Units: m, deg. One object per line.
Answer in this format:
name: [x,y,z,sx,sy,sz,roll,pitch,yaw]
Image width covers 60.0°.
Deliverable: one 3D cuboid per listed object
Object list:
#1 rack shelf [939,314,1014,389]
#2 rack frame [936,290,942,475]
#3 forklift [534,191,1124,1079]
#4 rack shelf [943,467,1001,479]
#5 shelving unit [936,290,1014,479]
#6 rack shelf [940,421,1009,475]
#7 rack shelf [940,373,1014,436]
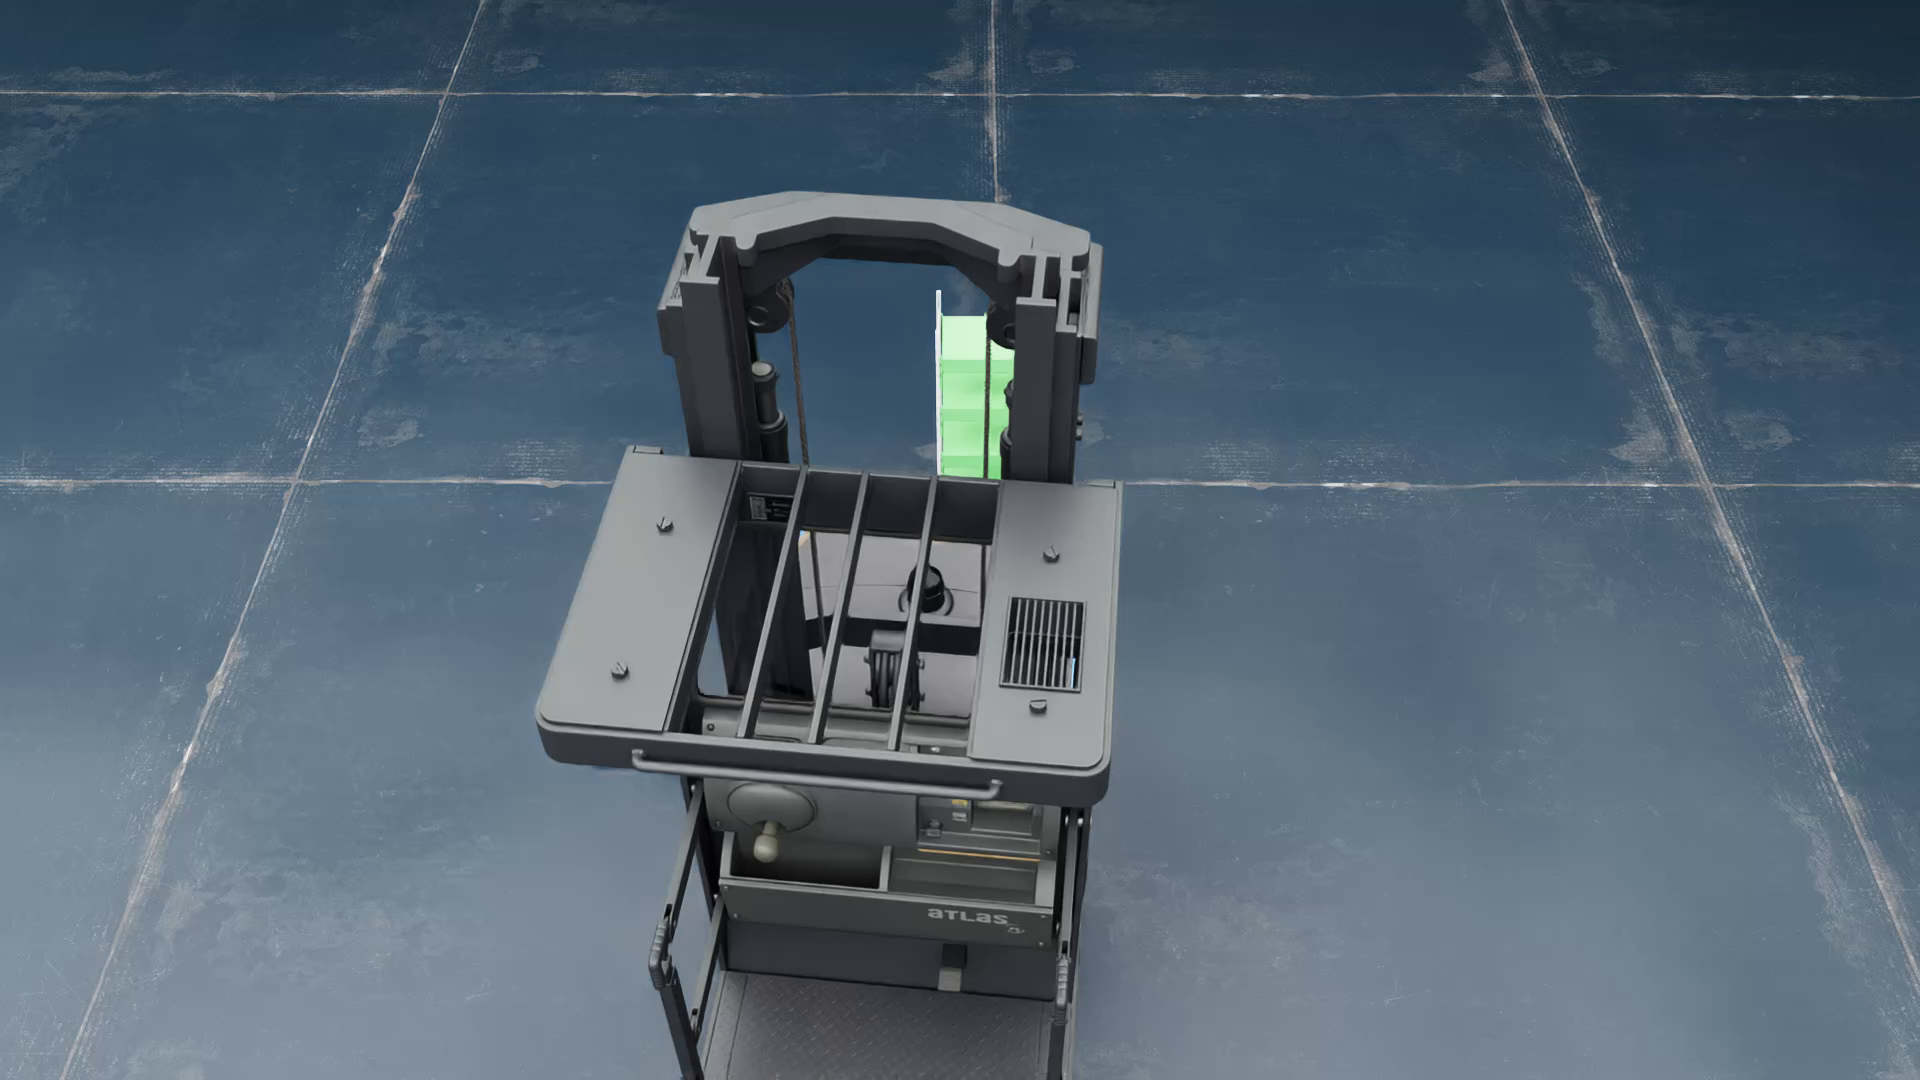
rack shelf: [0.166,-0.692,6.087,0.480,0.148,0.258,0,47,0]
rack frame: [-0.078,-0.409,6.392,0.015,1.200,0.240,0,47,0]
forklift: [-0.219,0.755,4.126,1.130,2.935,3.031,4,47,4]
rack shelf: [0.166,-0.201,6.614,0.480,0.148,0.258,0,47,0]
shelving unit: [0.166,-0.408,6.391,0.503,1.200,0.258,0,47,0]
rack shelf: [0.166,-0.365,6.438,0.480,0.148,0.258,0,47,0]
rack shelf: [0.166,-0.528,6.262,0.480,0.148,0.258,0,47,0]
